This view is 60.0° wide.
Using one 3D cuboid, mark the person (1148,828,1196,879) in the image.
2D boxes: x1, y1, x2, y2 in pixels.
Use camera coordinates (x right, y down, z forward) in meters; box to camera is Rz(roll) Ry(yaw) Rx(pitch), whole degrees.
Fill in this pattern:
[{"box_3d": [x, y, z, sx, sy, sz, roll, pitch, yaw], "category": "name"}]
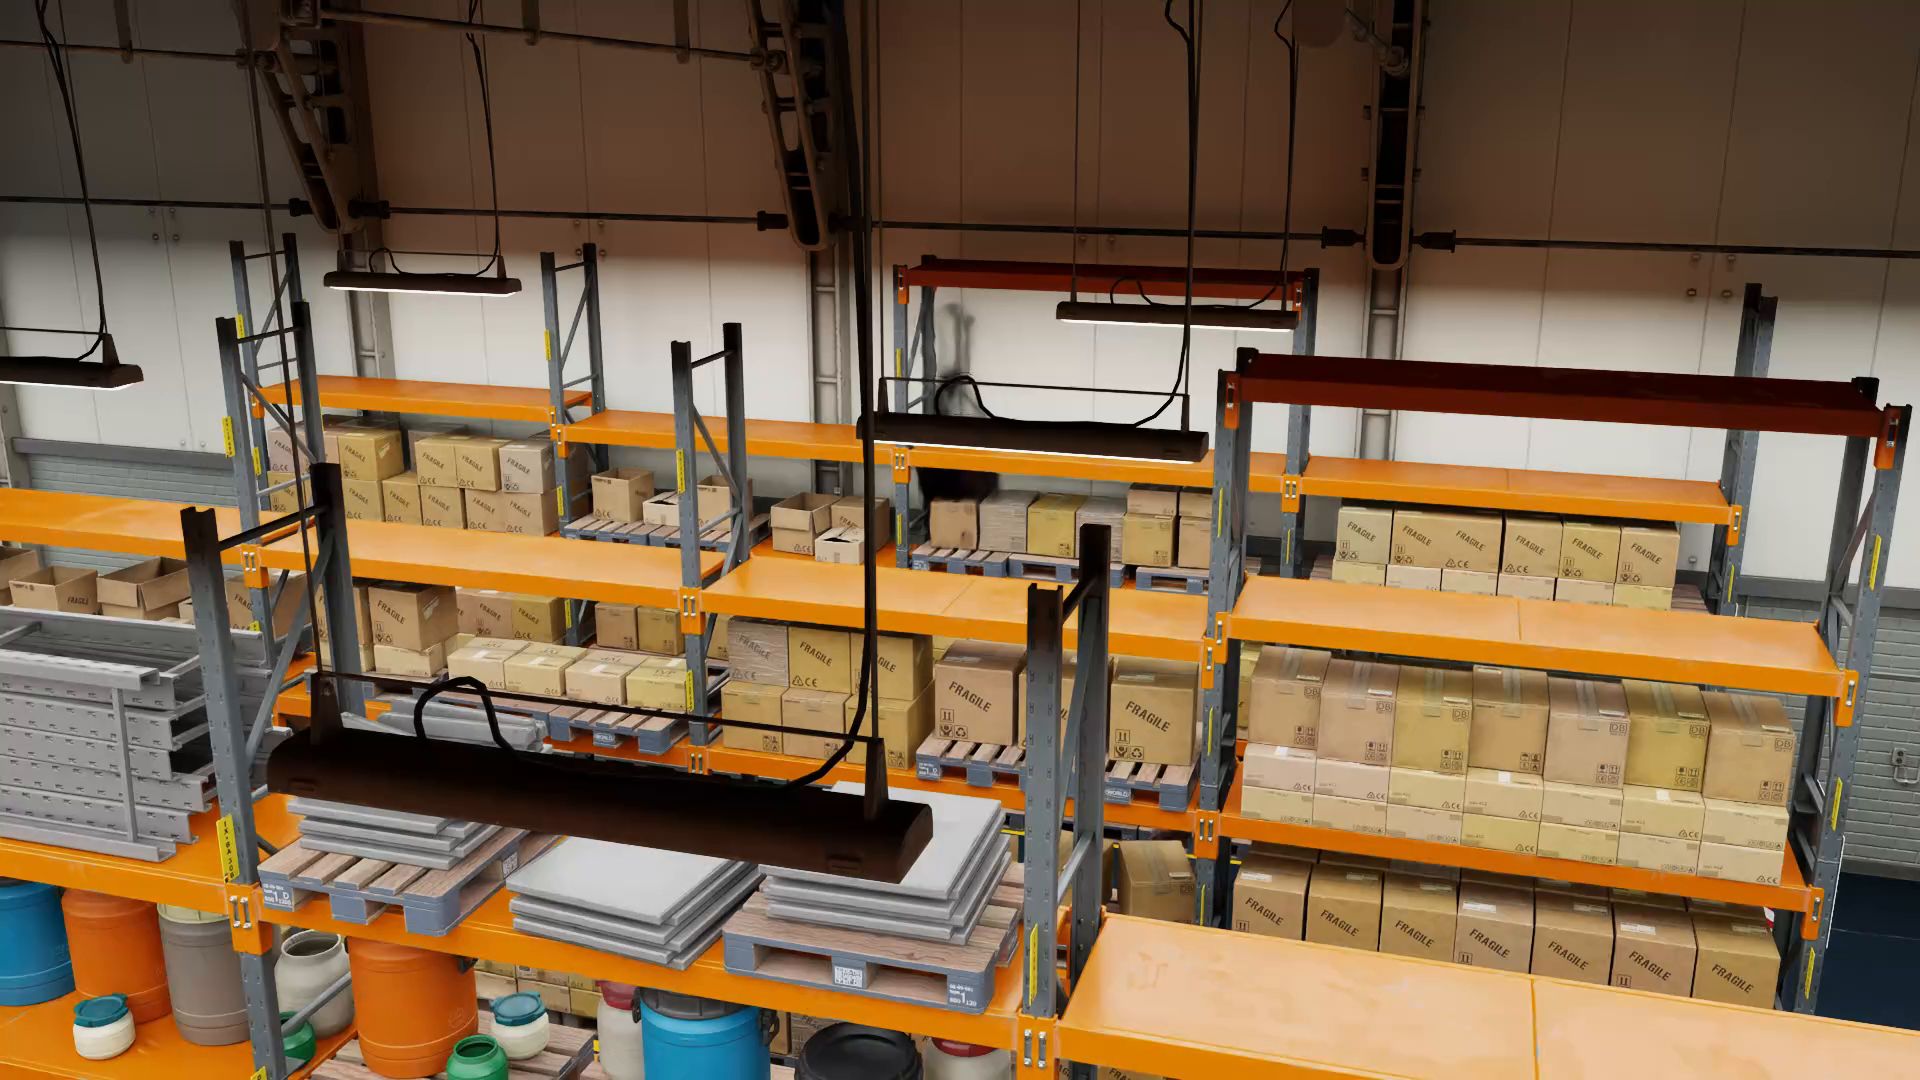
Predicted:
[{"box_3d": [2.069, 2.659, 15.825, 0.594, 1.634, 0.661, 4, 17, 14], "category": "person"}]
